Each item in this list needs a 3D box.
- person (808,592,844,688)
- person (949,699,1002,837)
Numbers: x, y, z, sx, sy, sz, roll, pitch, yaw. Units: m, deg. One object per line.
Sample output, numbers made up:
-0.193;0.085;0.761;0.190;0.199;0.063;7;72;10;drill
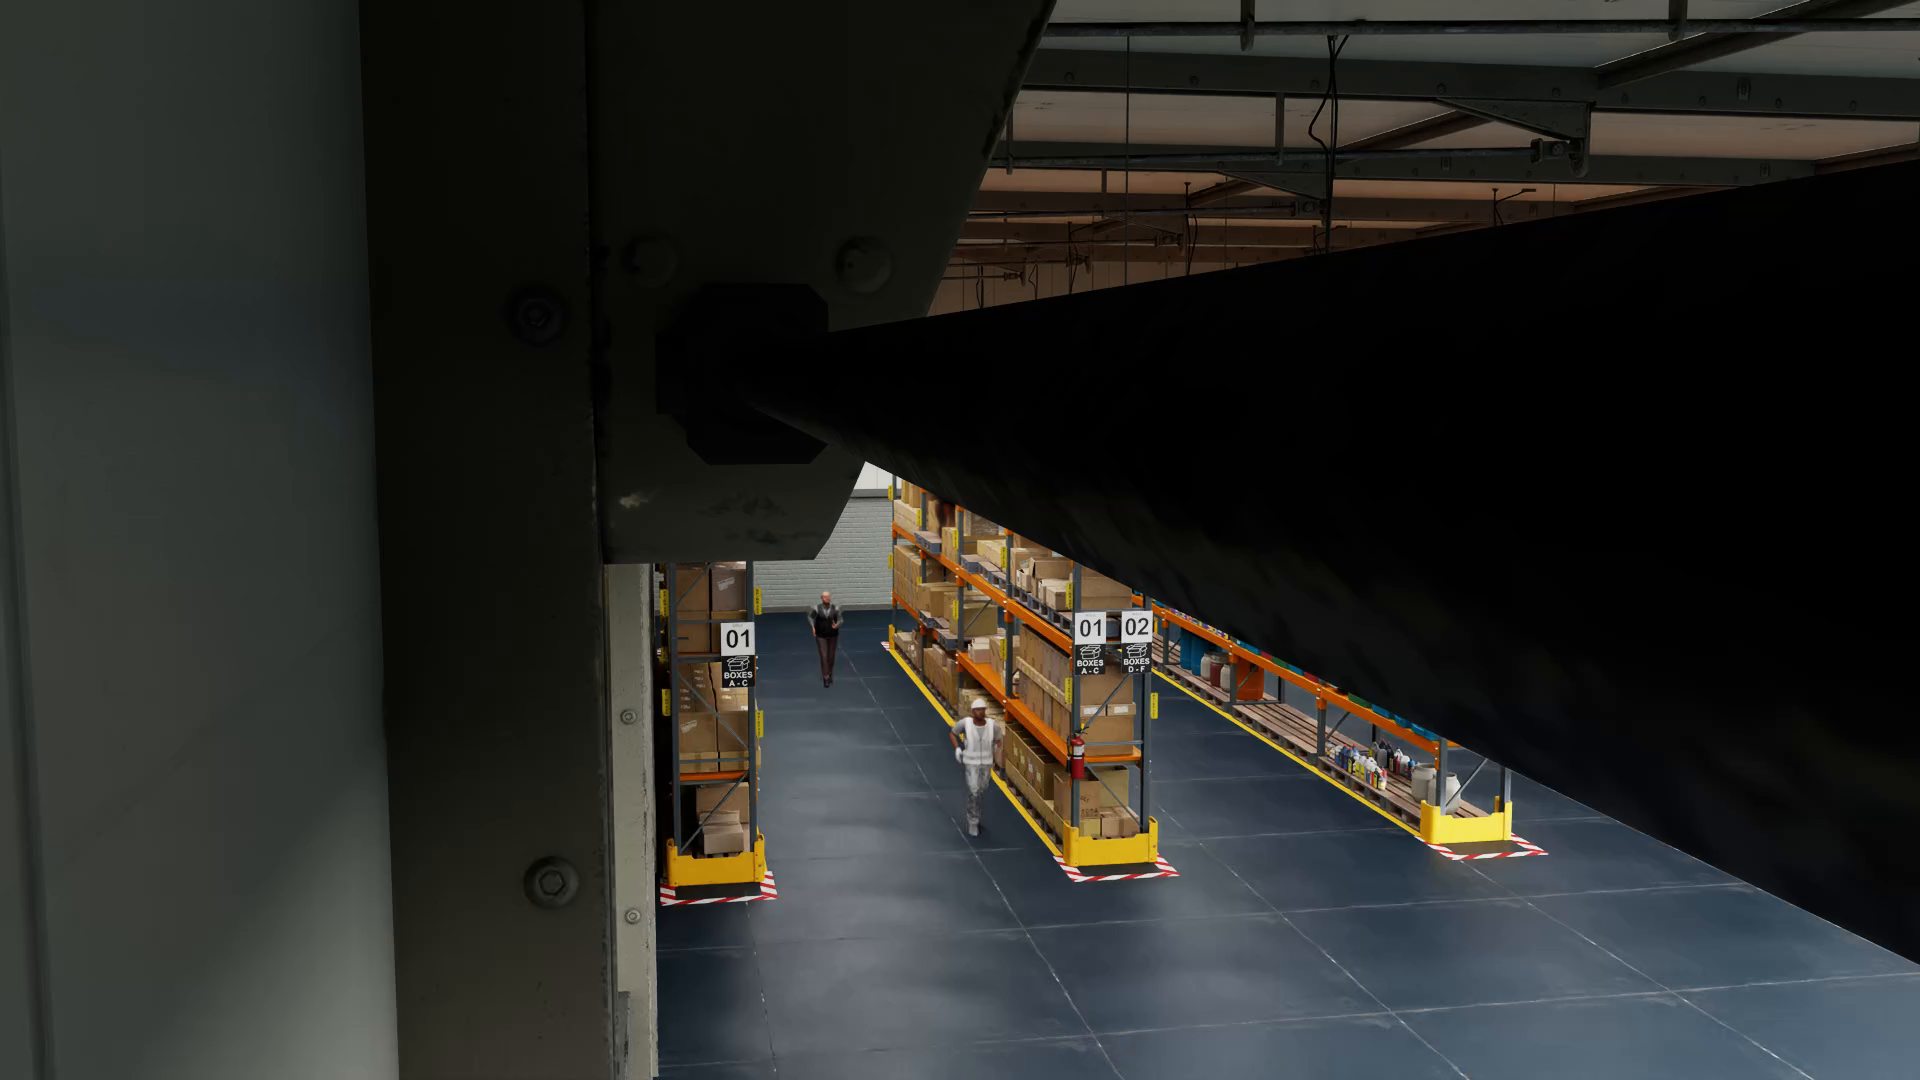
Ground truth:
-2.493;1.840;31.025;0.662;1.768;0.788;-1;6;-13;person
0.246;3.040;22.355;0.655;1.841;0.776;-2;6;-18;person
